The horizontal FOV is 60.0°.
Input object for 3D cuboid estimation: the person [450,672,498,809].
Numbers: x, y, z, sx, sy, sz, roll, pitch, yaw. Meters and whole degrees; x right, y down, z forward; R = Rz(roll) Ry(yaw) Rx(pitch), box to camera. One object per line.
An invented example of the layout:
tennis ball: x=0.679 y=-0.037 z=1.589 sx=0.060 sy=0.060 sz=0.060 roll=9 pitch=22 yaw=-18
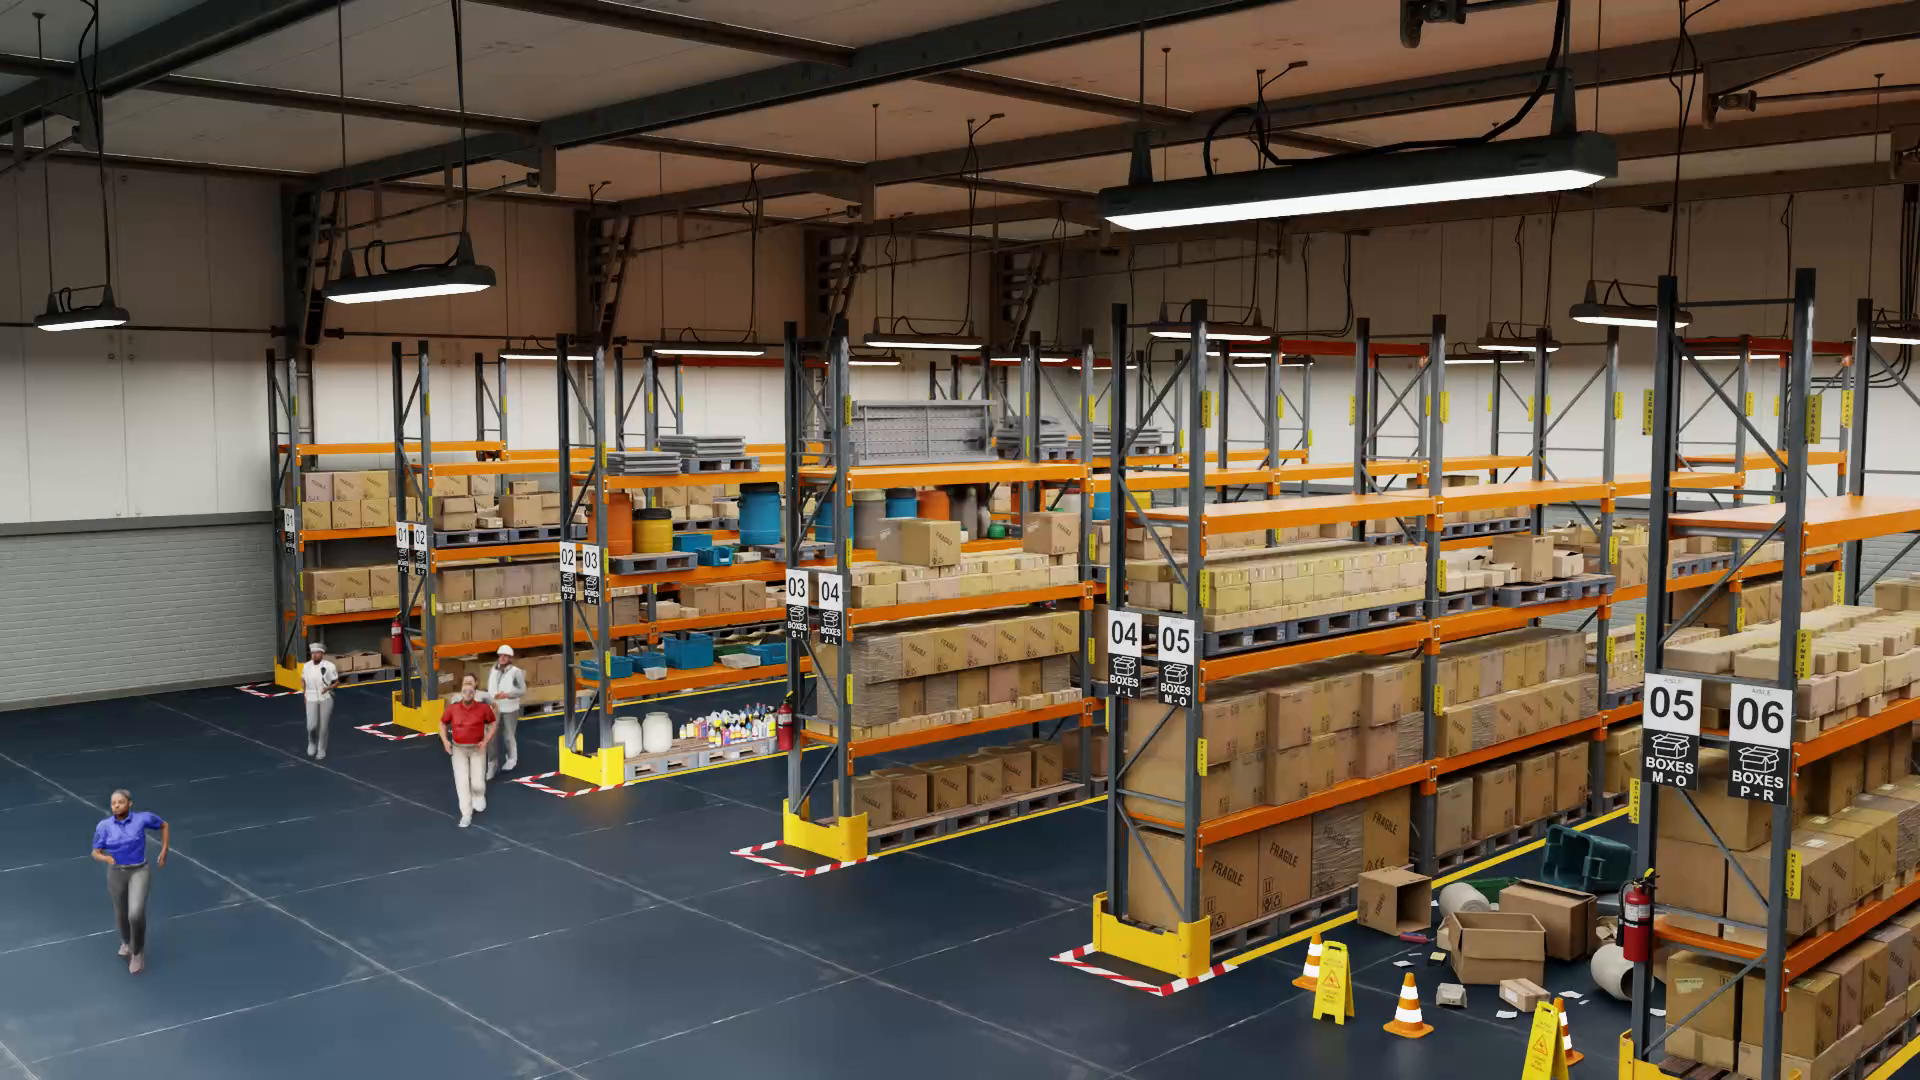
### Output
person: x=-6.208 y=2.508 z=21.186 sx=0.589 sy=1.694 sz=0.841 roll=0 pitch=5 yaw=1

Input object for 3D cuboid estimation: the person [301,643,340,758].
person: x=-9.111 y=2.285 z=23.638 sx=0.560 sy=1.667 sz=0.576 roll=-1 pitch=5 yaw=-11

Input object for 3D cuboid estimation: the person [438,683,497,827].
person: x=-5.991 y=2.579 z=20.263 sx=0.689 sy=1.712 sz=0.682 roll=-1 pitch=5 yaw=-13

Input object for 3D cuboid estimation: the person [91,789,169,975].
person: x=-7.463 y=3.049 z=14.977 sx=0.582 sy=1.666 sz=0.862 roll=-1 pitch=5 yaw=-14

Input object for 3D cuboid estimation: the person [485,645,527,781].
person: x=-6.191 y=2.315 z=22.608 sx=0.643 sy=1.789 sz=0.739 roll=0 pitch=5 yaw=5
